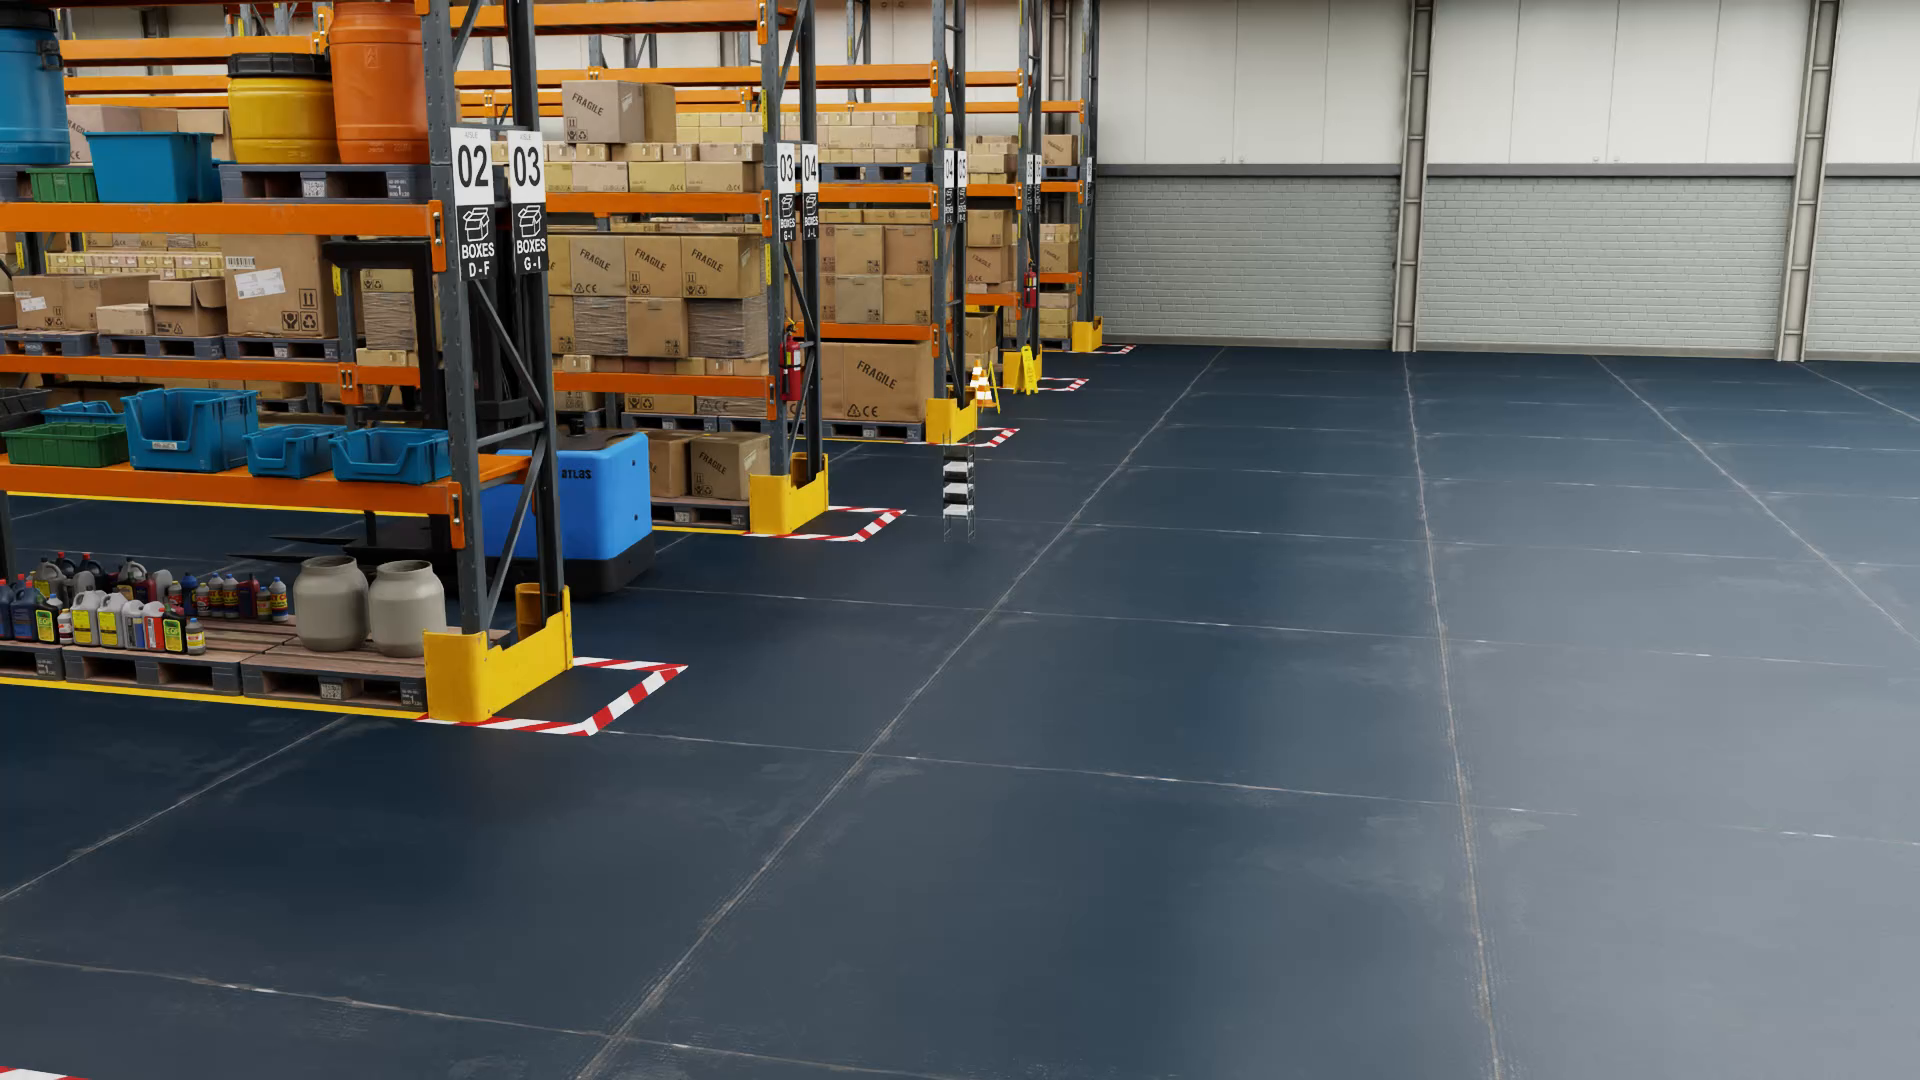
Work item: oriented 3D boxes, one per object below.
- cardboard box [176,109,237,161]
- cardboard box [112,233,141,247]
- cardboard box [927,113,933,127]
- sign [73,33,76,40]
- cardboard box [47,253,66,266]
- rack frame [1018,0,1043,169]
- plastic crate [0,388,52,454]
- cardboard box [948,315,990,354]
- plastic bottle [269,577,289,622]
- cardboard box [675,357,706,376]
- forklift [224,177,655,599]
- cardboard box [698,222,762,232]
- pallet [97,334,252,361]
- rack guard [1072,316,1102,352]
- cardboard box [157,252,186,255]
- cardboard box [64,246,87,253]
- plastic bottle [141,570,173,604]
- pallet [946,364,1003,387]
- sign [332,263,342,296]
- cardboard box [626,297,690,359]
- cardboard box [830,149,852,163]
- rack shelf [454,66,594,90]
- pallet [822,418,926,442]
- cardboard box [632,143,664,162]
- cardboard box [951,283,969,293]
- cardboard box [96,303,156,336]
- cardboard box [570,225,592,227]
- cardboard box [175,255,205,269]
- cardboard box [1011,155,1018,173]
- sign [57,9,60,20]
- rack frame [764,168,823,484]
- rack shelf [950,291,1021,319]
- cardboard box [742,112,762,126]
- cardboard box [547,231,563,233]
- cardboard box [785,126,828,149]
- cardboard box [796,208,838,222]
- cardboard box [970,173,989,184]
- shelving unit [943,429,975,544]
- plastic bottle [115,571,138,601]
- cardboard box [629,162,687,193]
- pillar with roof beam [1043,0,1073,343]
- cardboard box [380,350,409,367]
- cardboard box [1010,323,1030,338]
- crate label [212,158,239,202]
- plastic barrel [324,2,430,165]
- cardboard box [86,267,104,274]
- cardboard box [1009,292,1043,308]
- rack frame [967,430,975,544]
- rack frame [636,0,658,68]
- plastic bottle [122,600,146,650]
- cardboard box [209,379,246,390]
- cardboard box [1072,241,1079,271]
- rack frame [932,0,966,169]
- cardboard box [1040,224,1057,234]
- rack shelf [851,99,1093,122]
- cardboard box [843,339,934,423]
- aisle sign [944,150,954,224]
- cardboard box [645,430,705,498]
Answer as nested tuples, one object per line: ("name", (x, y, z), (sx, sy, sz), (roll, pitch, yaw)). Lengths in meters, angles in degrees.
("cardboard box", (-6.633, -3.652, 15.136), (0.637, 0.503, 0.797), (4, 13, 16))
("cardboard box", (-13.159, -4.947, 26.565), (0.500, 0.500, 0.500), (3, 13, 13))
("cardboard box", (-0.364, -4.738, 18.775), (0.250, 0.149, 0.380), (3, 13, 14))
("sign", (-14.418, -8.082, 27.045), (0.005, 0.325, 0.100), (3, 13, 14))
("cardboard box", (-11.494, -3.547, 21.032), (0.250, 0.149, 0.380), (4, 13, 16))
("rack frame", (0.972, -6.643, 22.902), (0.127, 3.000, 1.000), (3, 13, 14))
("plastic crate", (-5.995, -0.713, 10.163), (0.504, 0.338, 0.767), (3, 13, 14))
("cardboard box", (0.132, -2.930, 23.663), (0.500, 0.500, 0.500), (3, 13, 14))
("plastic bottle", (-4.275, 0.368, 10.431), (0.097, 0.271, 0.097), (0, 13, 0))
("cardboard box", (-2.226, -1.495, 14.125), (0.250, 0.149, 0.380), (3, 13, 14))
("forklift", (-3.872, -1.137, 12.092), (3.031, 2.935, 1.130), (2, 13, 7))
("cardboard box", (-2.596, -3.389, 19.244), (0.550, 0.550, 0.875), (3, 13, 14))
("pallet", (-7.238, -1.858, 15.626), (1.213, 0.211, 1.003), (3, 13, 14))
("rack guard", (2.181, -3.537, 28.522), (0.348, 0.500, 1.175), (3, 13, 14))
("cardboard box", (-10.065, -3.616, 21.346), (0.250, 0.149, 0.380), (2, 13, 11))
("cardboard box", (-14.165, -4.508, 26.899), (0.500, 0.500, 0.500), (3, 13, 13))
("plastic bottle", (-5.121, 0.327, 10.607), (0.135, 0.276, 0.152), (3, 13, 15))
("pallet", (0.118, -2.407, 24.095), (1.213, 0.211, 1.003), (3, 13, 14))
("sign", (-5.415, -2.287, 14.442), (0.005, 0.325, 0.100), (3, 13, 14))
("cardboard box", (-2.444, -1.860, 14.273), (0.500, 0.500, 0.875), (3, 13, 14))
("cardboard box", (-1.259, -4.250, 18.417), (0.250, 0.149, 0.380), (3, 13, 14))
("rack shelf", (-5.941, -5.362, 19.711), (4.000, 0.370, 1.077), (3, 13, 14))
("pallet", (-0.911, -1.332, 19.251), (1.213, 0.211, 1.003), (3, 13, 14))
("cardboard box", (-2.512, -3.203, 13.744), (0.250, 0.149, 0.380), (3, 13, 14))
("cardboard box", (0.041, -3.574, 23.498), (0.250, 0.149, 0.380), (3, 13, 13))
("cardboard box", (-7.597, -2.042, 15.390), (0.500, 0.250, 0.500), (3, 13, 12))
("cardboard box", (-5.782, -4.539, 25.381), (0.500, 0.500, 0.500), (3, 13, 13))
("cardboard box", (-9.459, -3.439, 20.548), (0.250, 0.149, 0.380), (3, 13, 14))
("cardboard box", (0.548, -5.333, 23.581), (0.500, 0.250, 0.500), (3, 13, 13))
("sign", (-11.639, -6.870, 21.402), (0.005, 0.325, 0.100), (3, 13, 14))
("rack frame", (-1.402, -1.631, 14.158), (0.127, 3.000, 1.000), (3, 13, 14))
("rack shelf", (-0.970, -3.467, 24.097), (4.000, 0.370, 1.077), (3, 13, 14))
("cardboard box", (-2.250, -4.692, 18.568), (0.250, 0.149, 0.380), (3, 13, 13))
("cardboard box", (-3.812, -2.503, 14.865), (0.500, 0.500, 0.500), (3, 13, 14))
("cardboard box", (-1.631, -4.478, 18.524), (0.500, 0.250, 0.500), (3, 13, 13))
("cardboard box", (-2.046, -4.505, 23.887), (0.500, 0.500, 0.700), (3, 13, 14))
("cardboard box", (0.309, -5.022, 23.099), (0.250, 0.149, 0.380), (3, 13, 14))
("shelving unit", (-0.008, -0.440, 13.638), (0.210, 0.900, 0.258), (3, 13, 14))
("plastic bottle", (-5.278, 0.337, 10.545), (0.133, 0.283, 0.061), (3, 13, 14))
("cardboard box", (-2.417, -3.019, 13.836), (0.500, 0.250, 0.500), (3, 13, 14))
("pillar with roof beam", (0.666, -7.008, 24.544), (0.400, 9.000, 9.100), (3, 13, 14))
("cardboard box", (-4.910, -1.625, 14.715), (0.250, 0.149, 0.380), (3, 13, 14))
("cardboard box", (1.145, -3.607, 28.445), (0.500, 0.250, 0.500), (3, 13, 14))
("crate label", (-4.327, -2.148, 9.906), (0.408, 0.251, 0.502), (3, 13, 14))
("plastic barrel", (-3.091, -2.467, 9.040), (0.708, 0.830, 0.600), (3, 13, 14))
("cardboard box", (-10.739, -3.362, 20.885), (0.250, 0.149, 0.380), (2, 13, 11))
("cardboard box", (1.139, -4.093, 28.327), (0.500, 0.250, 0.500), (3, 13, 15))
("rack frame", (0.091, -0.434, 13.614), (0.006, 0.900, 0.240), (3, 13, 14))
("rack frame", (-5.609, -8.103, 29.478), (0.127, 3.000, 1.000), (3, 13, 14))
("plastic bottle", (-4.850, 0.497, 9.843), (0.135, 0.276, 0.152), (3, 13, 12))
("cardboard box", (-9.088, -2.075, 20.964), (0.500, 0.500, 0.500), (4, 13, 16))
("cardboard box", (1.743, -4.892, 28.625), (0.500, 0.500, 0.500), (3, 13, 15))
("rack frame", (-0.116, -5.597, 18.186), (0.127, 3.000, 1.000), (3, 13, 14))
("cardboard box", (1.513, -5.250, 28.056), (0.250, 0.149, 0.380), (3, 13, 14))
("rack shelf", (0.216, -7.245, 28.196), (4.000, 0.370, 1.077), (3, 13, 14))
("cardboard box", (-0.790, -1.857, 19.117), (0.875, 0.875, 0.875), (3, 13, 14))
("aisle sign", (-0.119, -3.871, 18.253), (0.004, 0.787, 0.394), (3, 13, 14))
("cardboard box", (-2.593, -0.675, 14.653), (0.500, 0.500, 0.500), (7, 14, 28))
